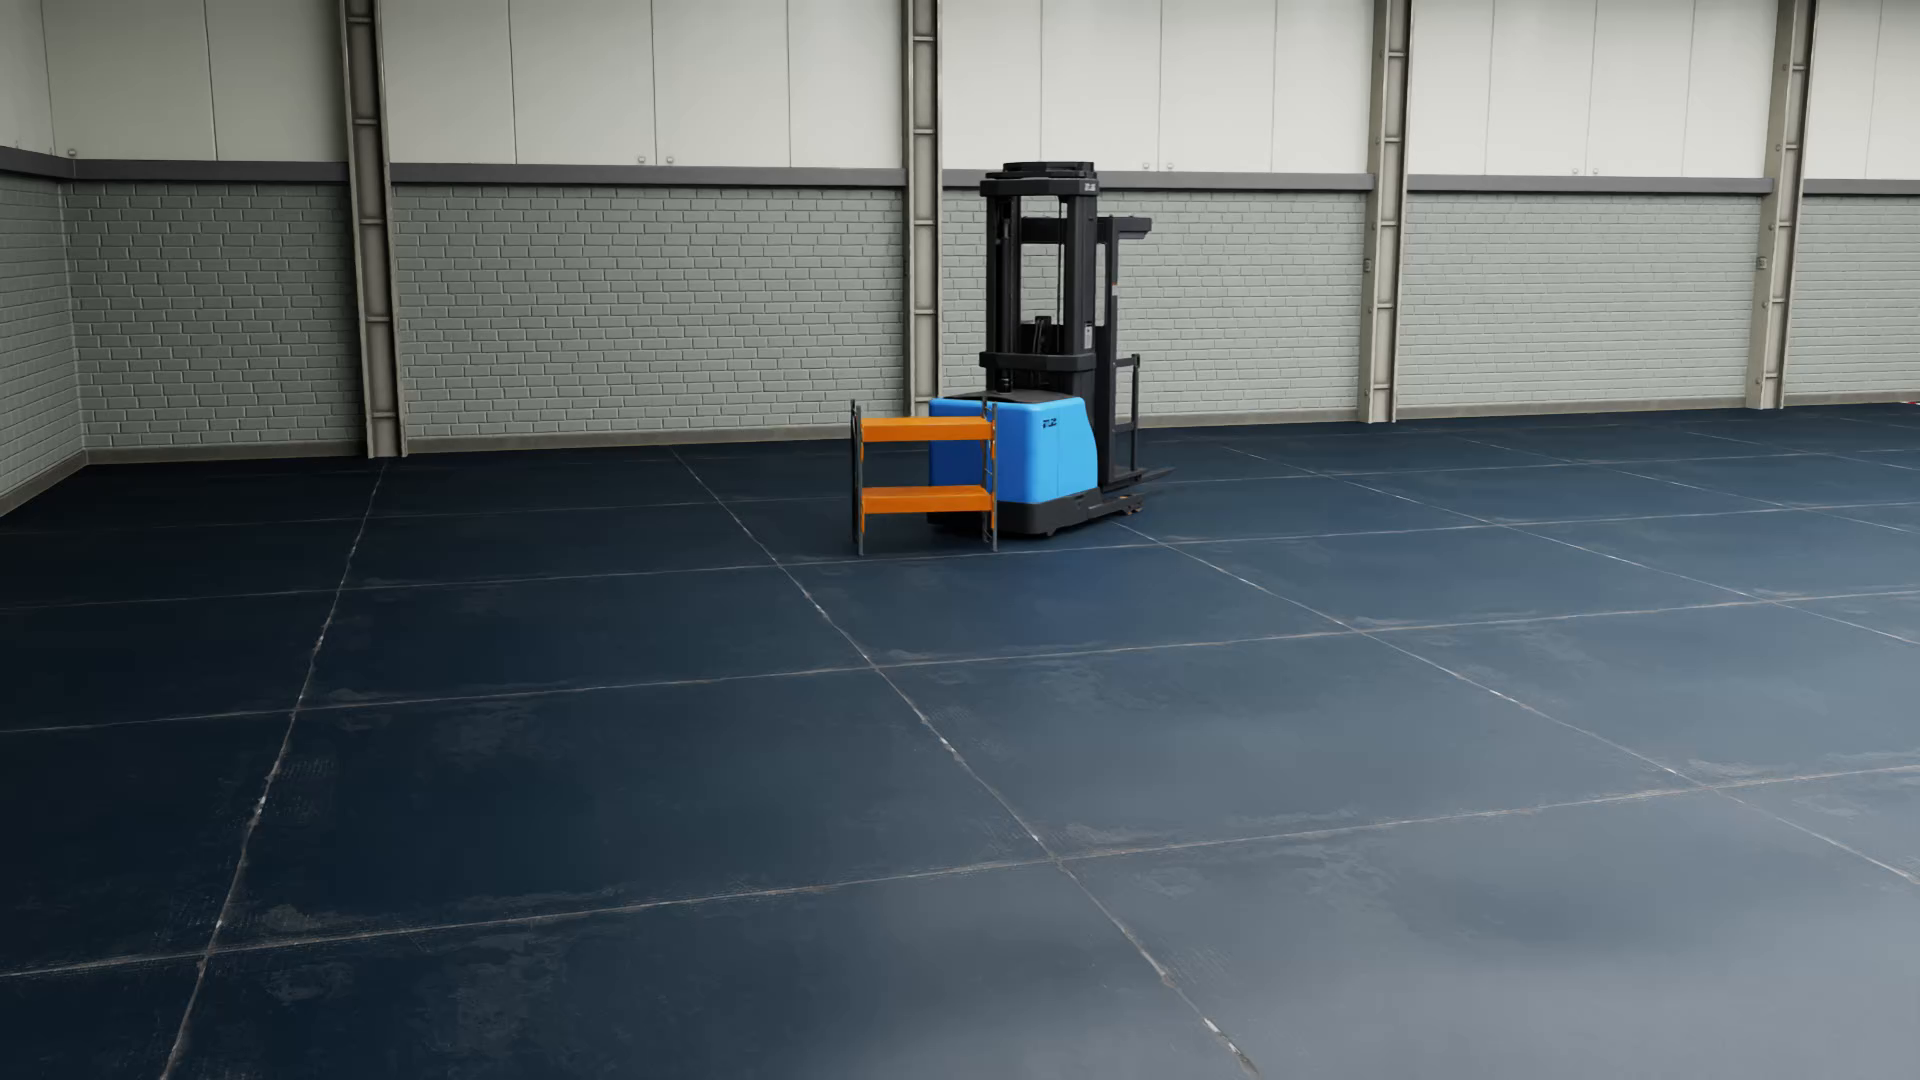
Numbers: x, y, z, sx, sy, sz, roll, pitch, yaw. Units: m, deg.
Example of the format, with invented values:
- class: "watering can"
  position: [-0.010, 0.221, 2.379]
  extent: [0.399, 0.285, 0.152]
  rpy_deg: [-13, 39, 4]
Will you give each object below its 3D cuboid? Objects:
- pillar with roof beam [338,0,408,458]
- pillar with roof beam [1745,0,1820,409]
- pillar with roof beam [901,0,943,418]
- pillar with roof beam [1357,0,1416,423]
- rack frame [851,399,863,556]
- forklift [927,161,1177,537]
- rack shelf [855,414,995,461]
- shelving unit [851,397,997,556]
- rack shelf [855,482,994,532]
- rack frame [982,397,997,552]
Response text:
- class: "pillar with roof beam"
  position: [-4.991, -4.590, 13.123]
  extent: [0.400, 9.000, 9.100]
  rpy_deg: [-3, 11, -16]
- class: "pillar with roof beam"
  position: [12.292, -5.501, 18.071]
  extent: [0.400, 9.000, 9.100]
  rpy_deg: [-3, 11, -16]
- class: "pillar with roof beam"
  position: [0.770, -4.893, 14.772]
  extent: [0.400, 9.000, 9.100]
  rpy_deg: [-3, 11, -16]
- class: "pillar with roof beam"
  position: [6.531, -5.197, 16.421]
  extent: [0.400, 9.000, 9.100]
  rpy_deg: [-3, 11, -16]
- class: "rack frame"
  position: [-0.779, -0.478, 12.538]
  extent: [0.032, 1.125, 0.500]
  rpy_deg: [-2, 11, -9]
- class: "forklift"
  position: [0.936, -1.691, 14.135]
  extent: [1.130, 2.935, 3.031]
  rpy_deg: [6, 12, 31]
- class: "rack shelf"
  position: [-0.278, -0.781, 12.564]
  extent: [1.000, 0.278, 0.538]
  rpy_deg: [-2, 11, -9]
- class: "shelving unit"
  position: [-0.278, -0.493, 12.617]
  extent: [1.048, 1.125, 0.538]
  rpy_deg: [-2, 11, -9]
- class: "rack shelf"
  position: [-0.278, -0.252, 12.662]
  extent: [1.000, 0.278, 0.538]
  rpy_deg: [-2, 11, -9]
- class: "rack frame"
  position: [0.224, -0.508, 12.697]
  extent: [0.032, 1.125, 0.500]
  rpy_deg: [-2, 11, -9]
